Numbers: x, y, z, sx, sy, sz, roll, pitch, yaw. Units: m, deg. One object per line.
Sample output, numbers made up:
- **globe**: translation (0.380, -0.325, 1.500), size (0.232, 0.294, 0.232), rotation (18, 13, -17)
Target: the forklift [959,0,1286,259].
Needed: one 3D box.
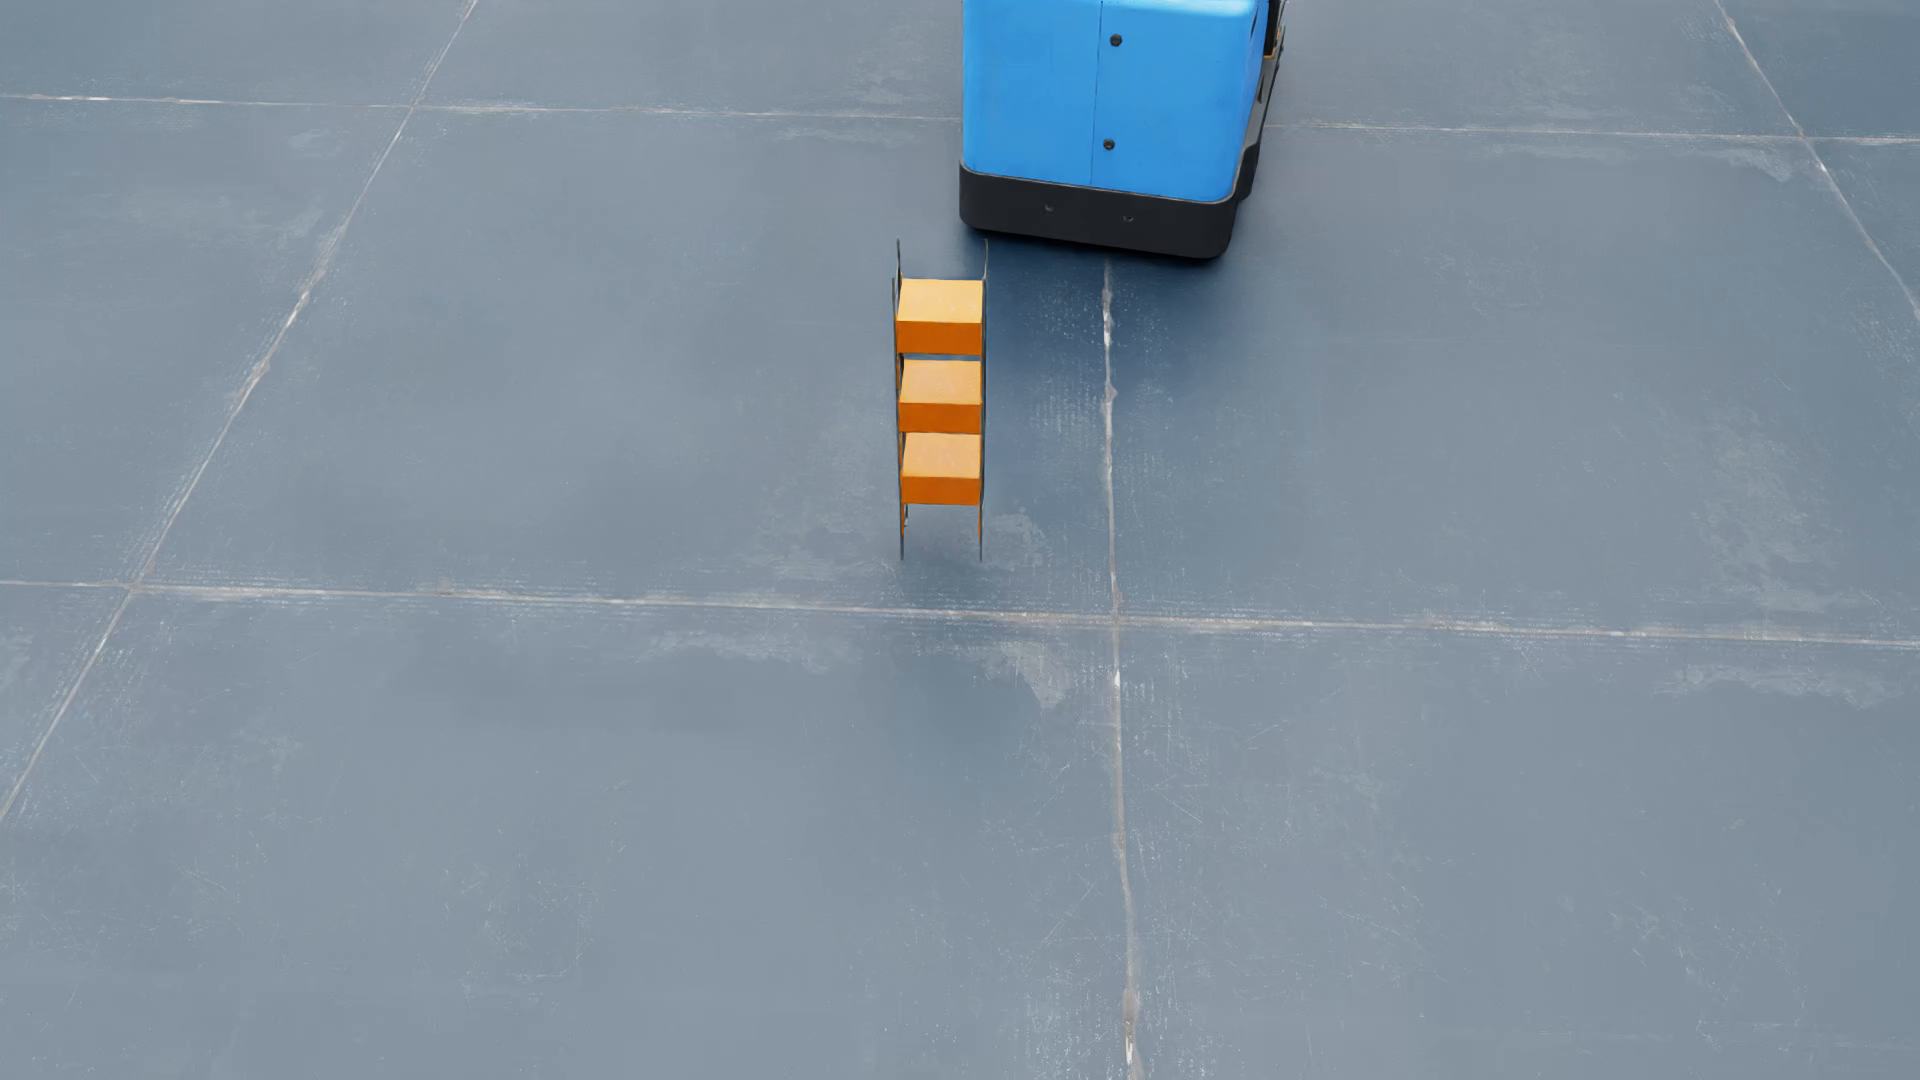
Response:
- **forklift**: translation (0.853, -3.155, 6.486), size (1.130, 2.935, 3.031), rotation (10, 44, 10)

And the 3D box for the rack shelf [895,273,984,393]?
- **rack shelf**: translation (-0.053, -0.586, 4.708), size (0.240, 0.259, 0.215), rotation (2, 43, 2)

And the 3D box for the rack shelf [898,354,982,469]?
- **rack shelf**: translation (-0.053, -0.378, 4.901), size (0.240, 0.259, 0.215), rotation (2, 43, 2)

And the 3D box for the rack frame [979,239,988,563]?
- **rack frame**: translation (0.068, -0.382, 4.890), size (0.008, 1.050, 0.200), rotation (2, 43, 2)

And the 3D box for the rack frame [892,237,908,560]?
- **rack frame**: translation (-0.175, -0.390, 4.898), size (0.008, 1.050, 0.200), rotation (2, 43, 2)

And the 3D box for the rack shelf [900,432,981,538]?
- **rack shelf**: translation (-0.053, -0.175, 5.091), size (0.240, 0.259, 0.215), rotation (2, 43, 2)

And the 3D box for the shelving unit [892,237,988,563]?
- **shelving unit**: translation (-0.053, -0.386, 4.894), size (0.252, 1.050, 0.215), rotation (2, 43, 2)
